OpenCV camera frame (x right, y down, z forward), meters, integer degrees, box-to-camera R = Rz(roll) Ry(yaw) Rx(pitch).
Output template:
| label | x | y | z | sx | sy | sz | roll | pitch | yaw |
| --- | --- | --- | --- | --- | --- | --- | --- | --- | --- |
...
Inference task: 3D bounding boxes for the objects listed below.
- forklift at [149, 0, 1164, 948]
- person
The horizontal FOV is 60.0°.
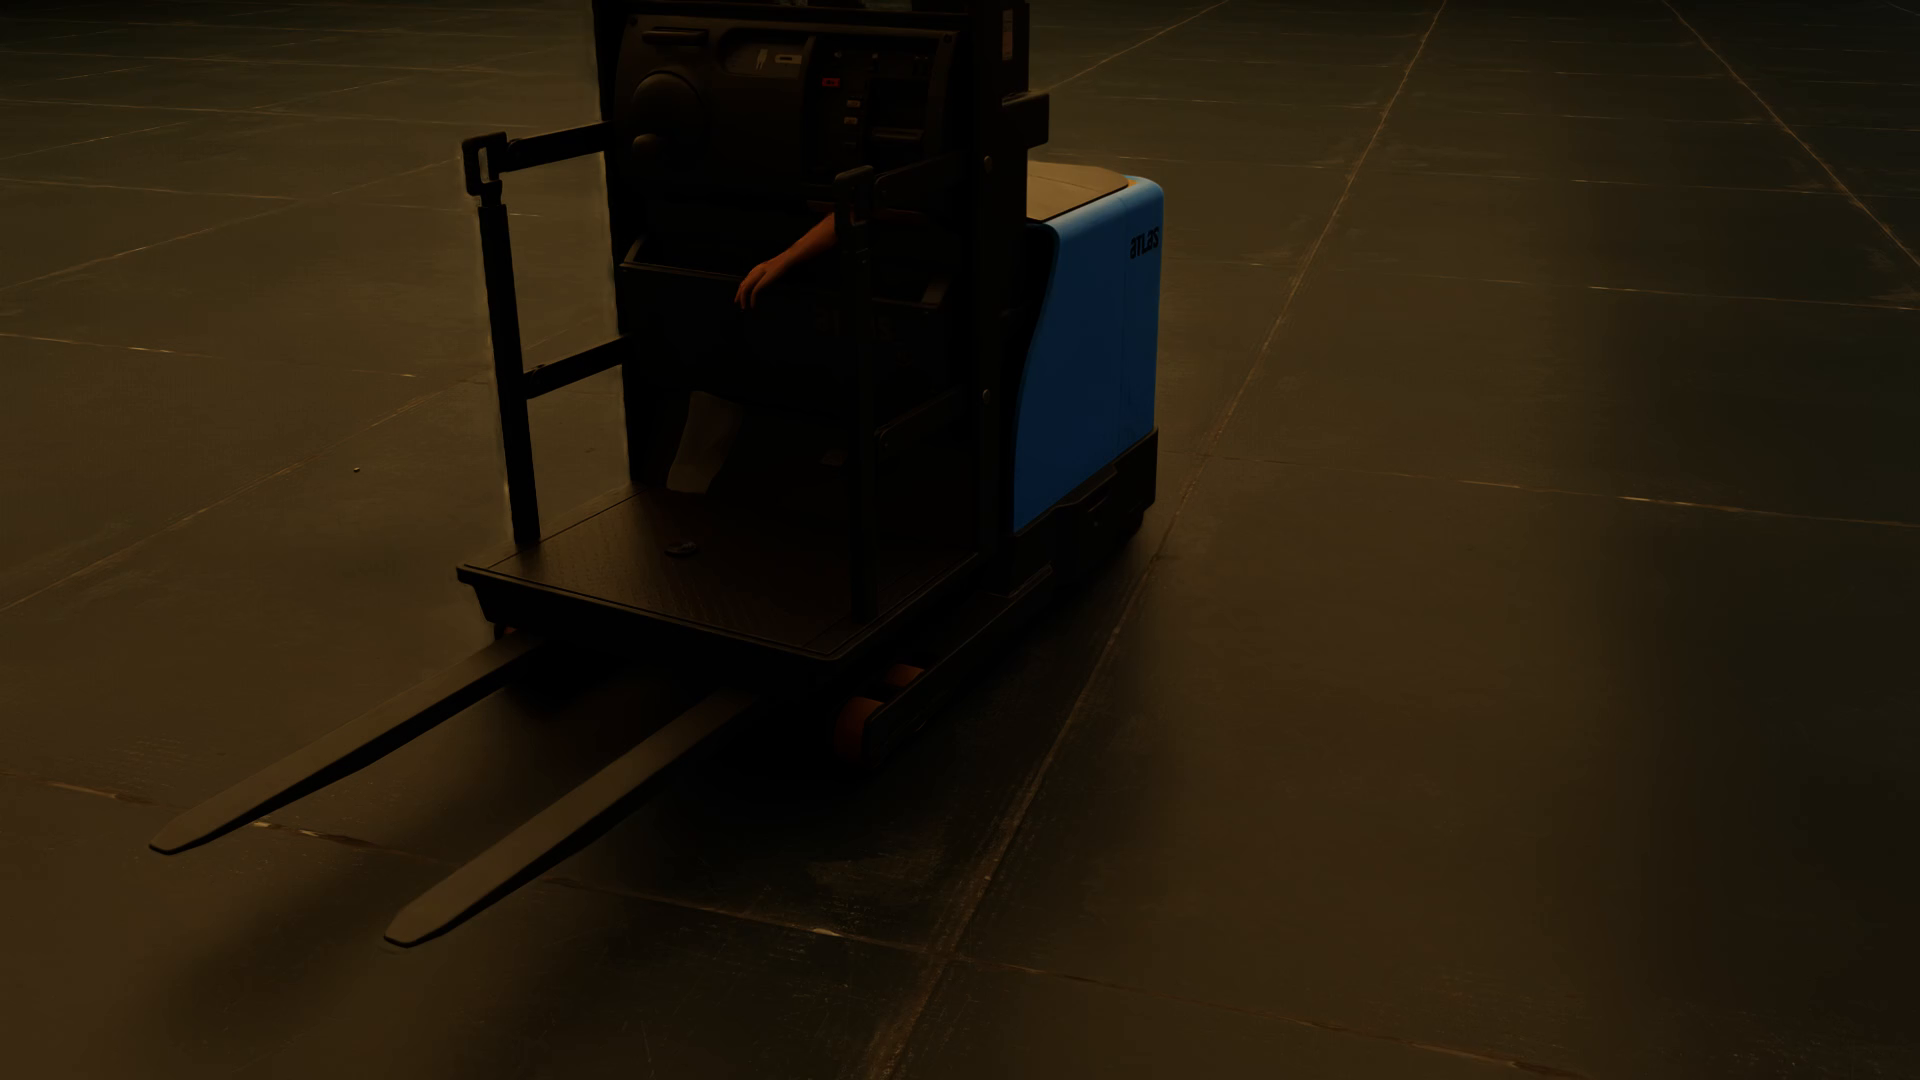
| label | x | y | z | sx | sy | sz | roll | pitch | yaw |
| --- | --- | --- | --- | --- | --- | --- | --- | --- | --- |
| forklift | -0.526 | -1.021 | 3.753 | 1.130 | 2.935 | 3.031 | 12 | 25 | 26 |
| person | -0.511 | -0.630 | 4.461 | 0.878 | 1.527 | 0.979 | 3 | 23 | 7 |
